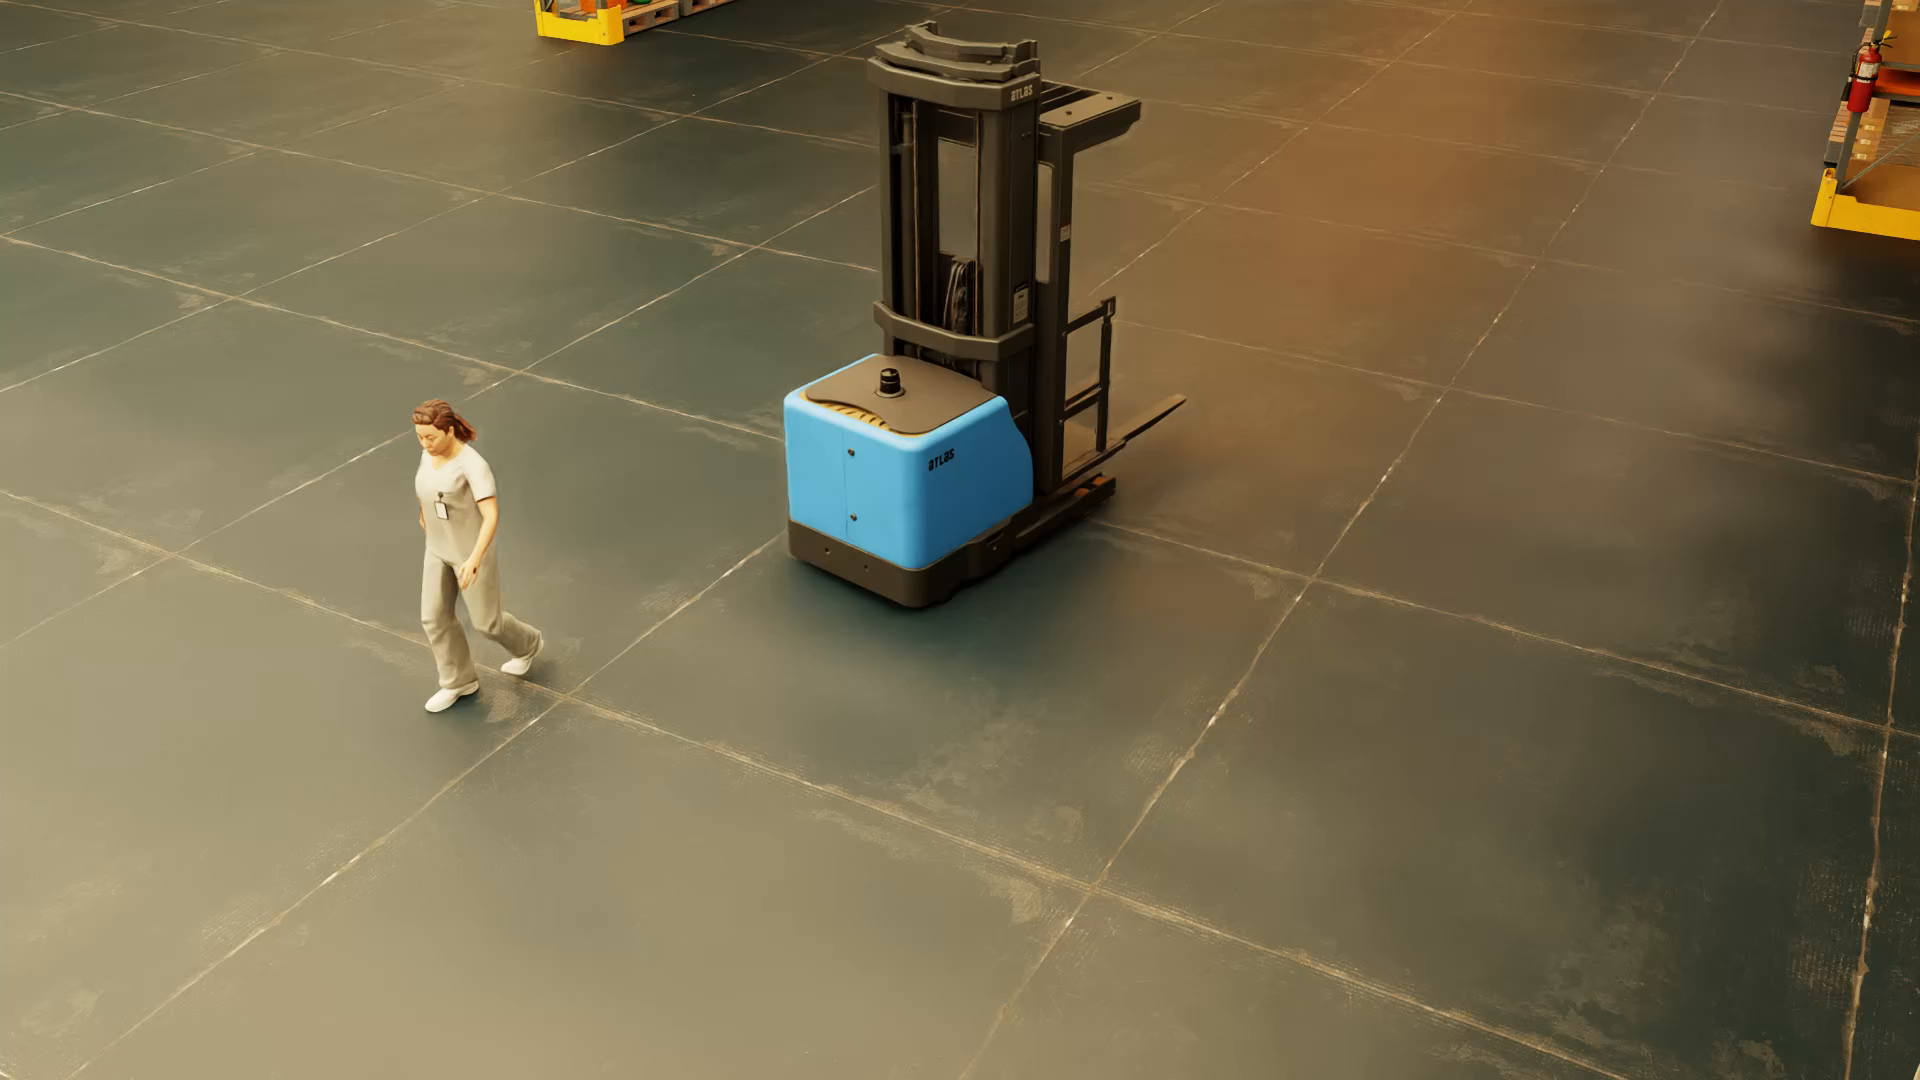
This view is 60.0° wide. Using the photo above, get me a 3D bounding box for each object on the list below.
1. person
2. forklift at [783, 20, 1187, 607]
[{"bbox_3d":[-2.485,0.052,8.262,0.780,1.657,0.689,16,33,25],"label":"person"},{"bbox_3d":[0.318,-1.564,9.780,1.130,2.935,3.031,22,37,33],"label":"forklift"}]
